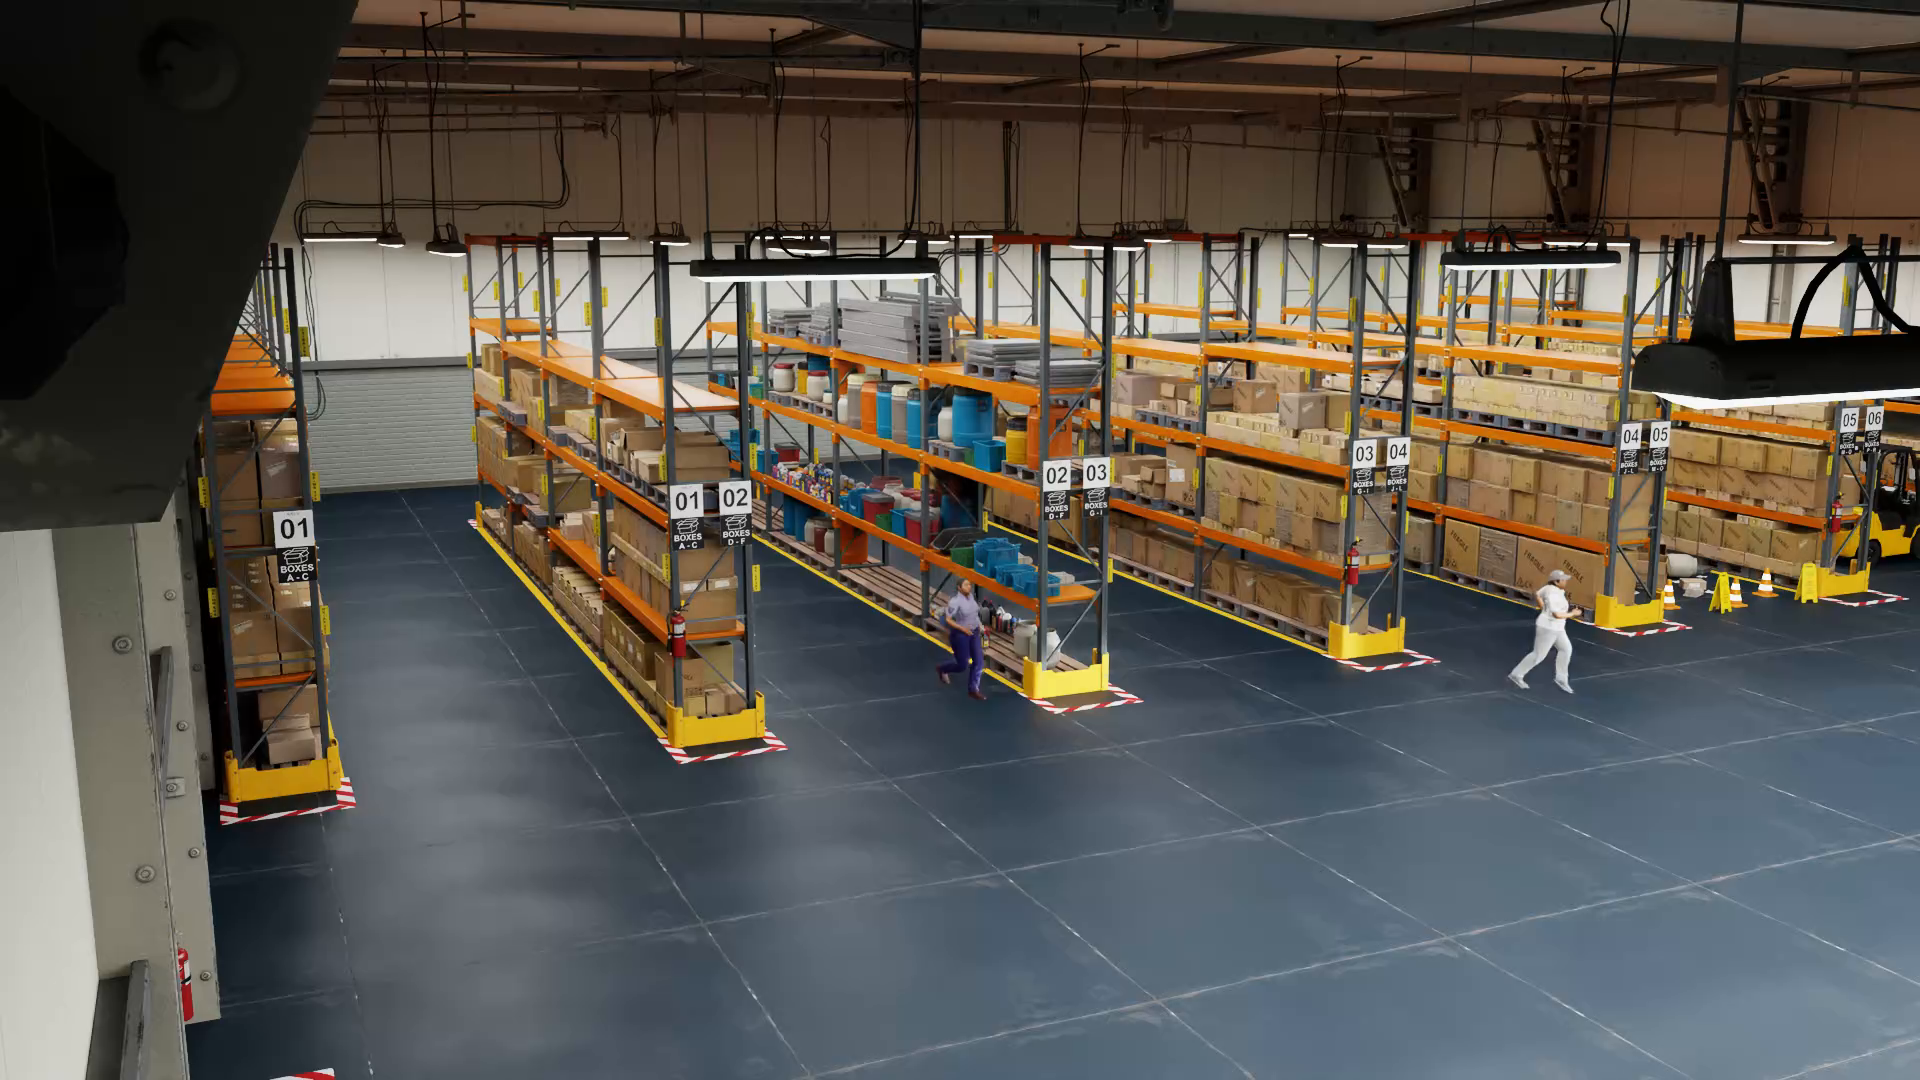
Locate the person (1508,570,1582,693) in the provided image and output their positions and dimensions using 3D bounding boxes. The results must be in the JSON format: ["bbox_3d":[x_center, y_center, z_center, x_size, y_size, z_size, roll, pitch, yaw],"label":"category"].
[{"bbox_3d":[7.913,1.233,22.456,0.882,1.716,0.611,4,12,20],"label":"person"}]

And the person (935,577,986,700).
[{"bbox_3d":[0.041,1.288,22.129,0.779,1.630,0.607,10,15,41],"label":"person"}]
